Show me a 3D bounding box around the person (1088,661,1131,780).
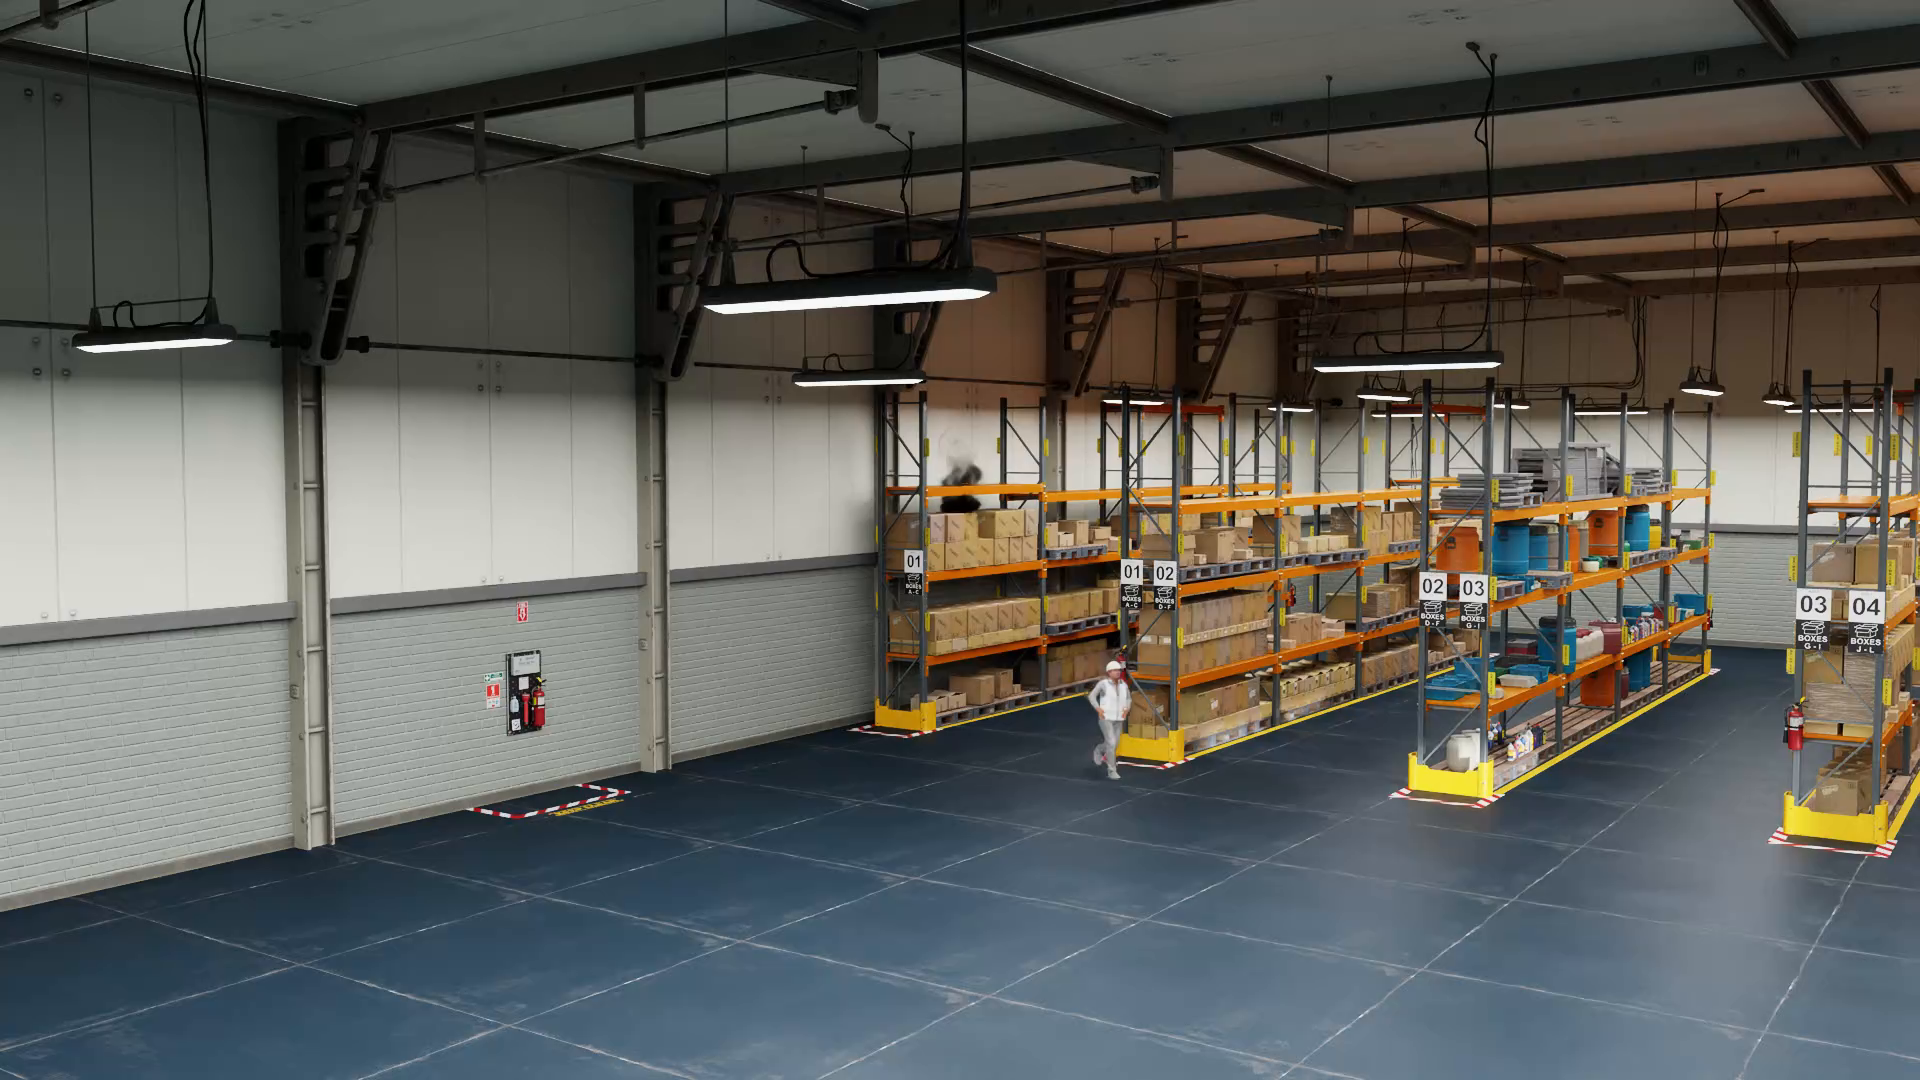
[{"bbox_3d":[2.305,2.729,25.472,0.684,1.773,0.857,-2,4,-26],"label":"person"}]
